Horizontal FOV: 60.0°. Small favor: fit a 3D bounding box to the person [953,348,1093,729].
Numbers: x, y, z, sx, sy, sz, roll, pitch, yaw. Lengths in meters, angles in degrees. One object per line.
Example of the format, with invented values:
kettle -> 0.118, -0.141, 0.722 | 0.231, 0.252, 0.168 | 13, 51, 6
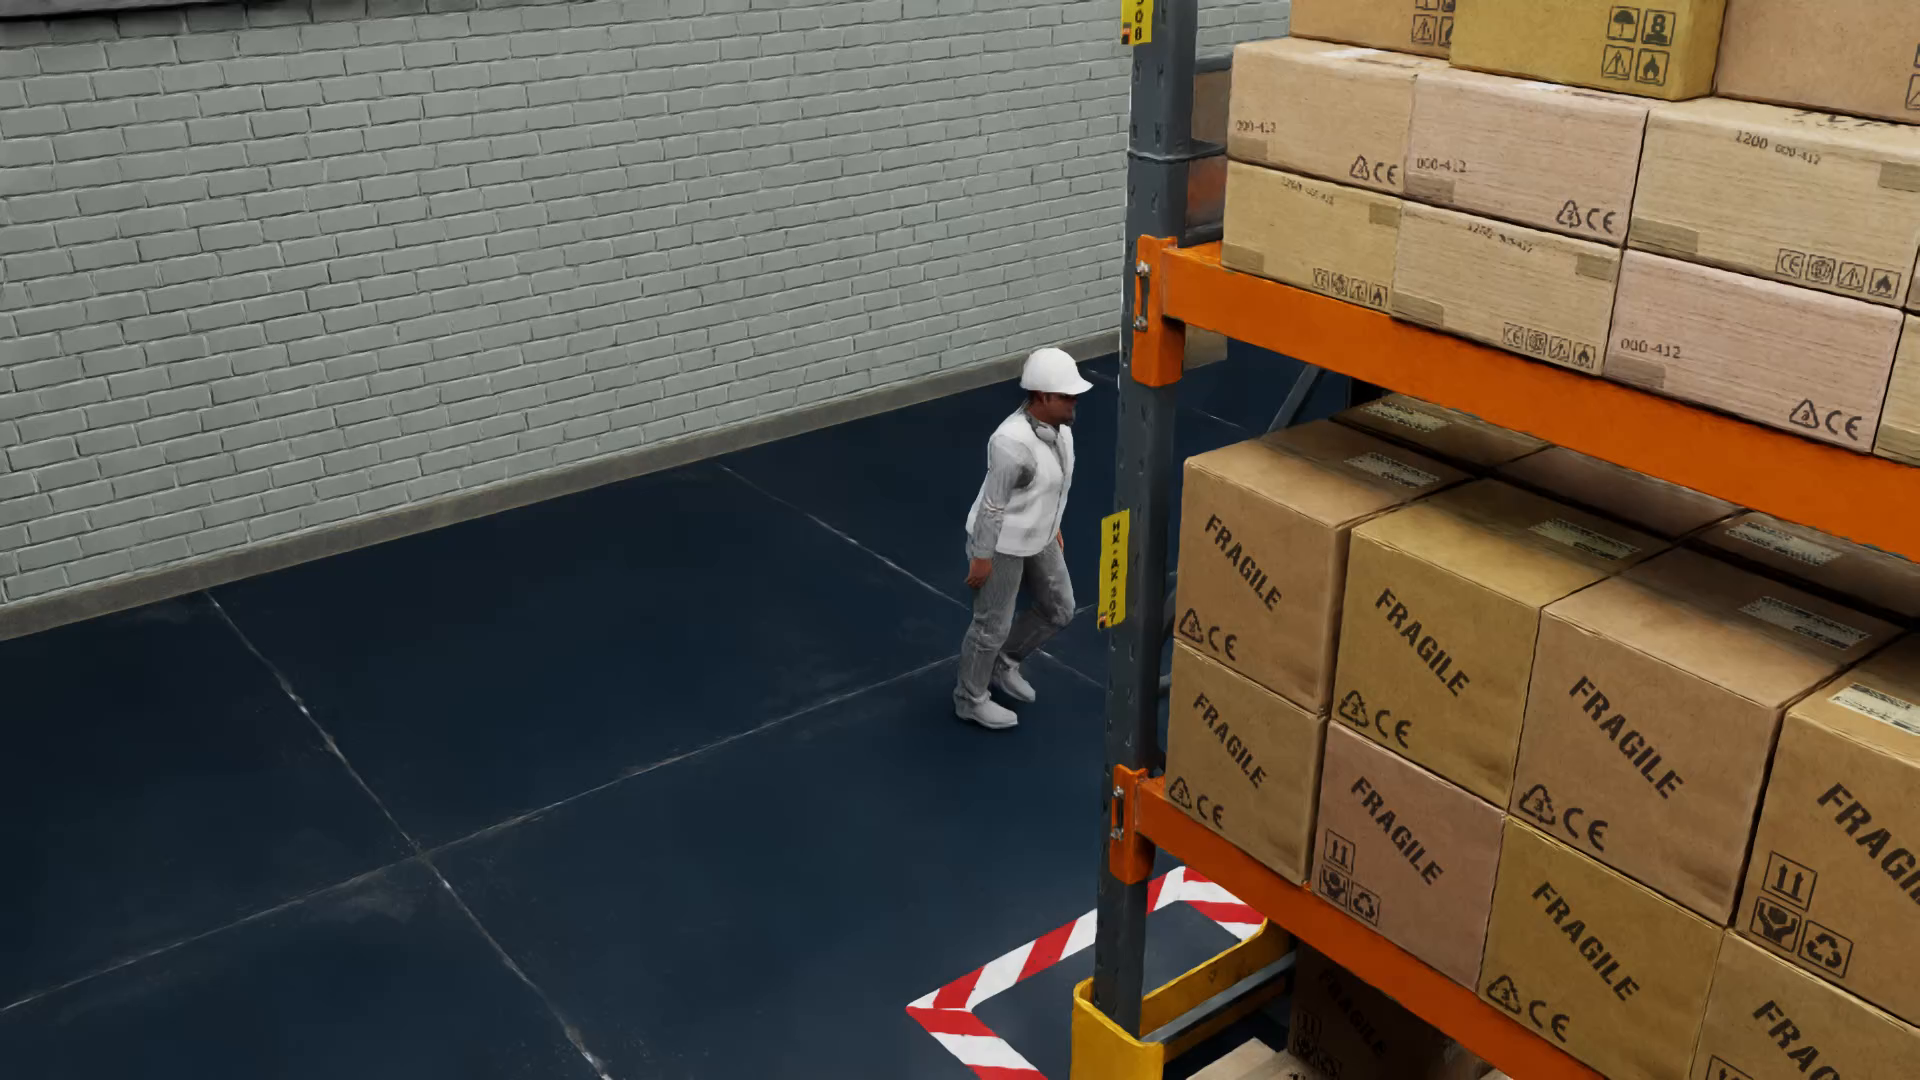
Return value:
person -> 0.262, 0.002, 7.057 | 0.595, 1.747, 0.562 | 13, 27, 26
